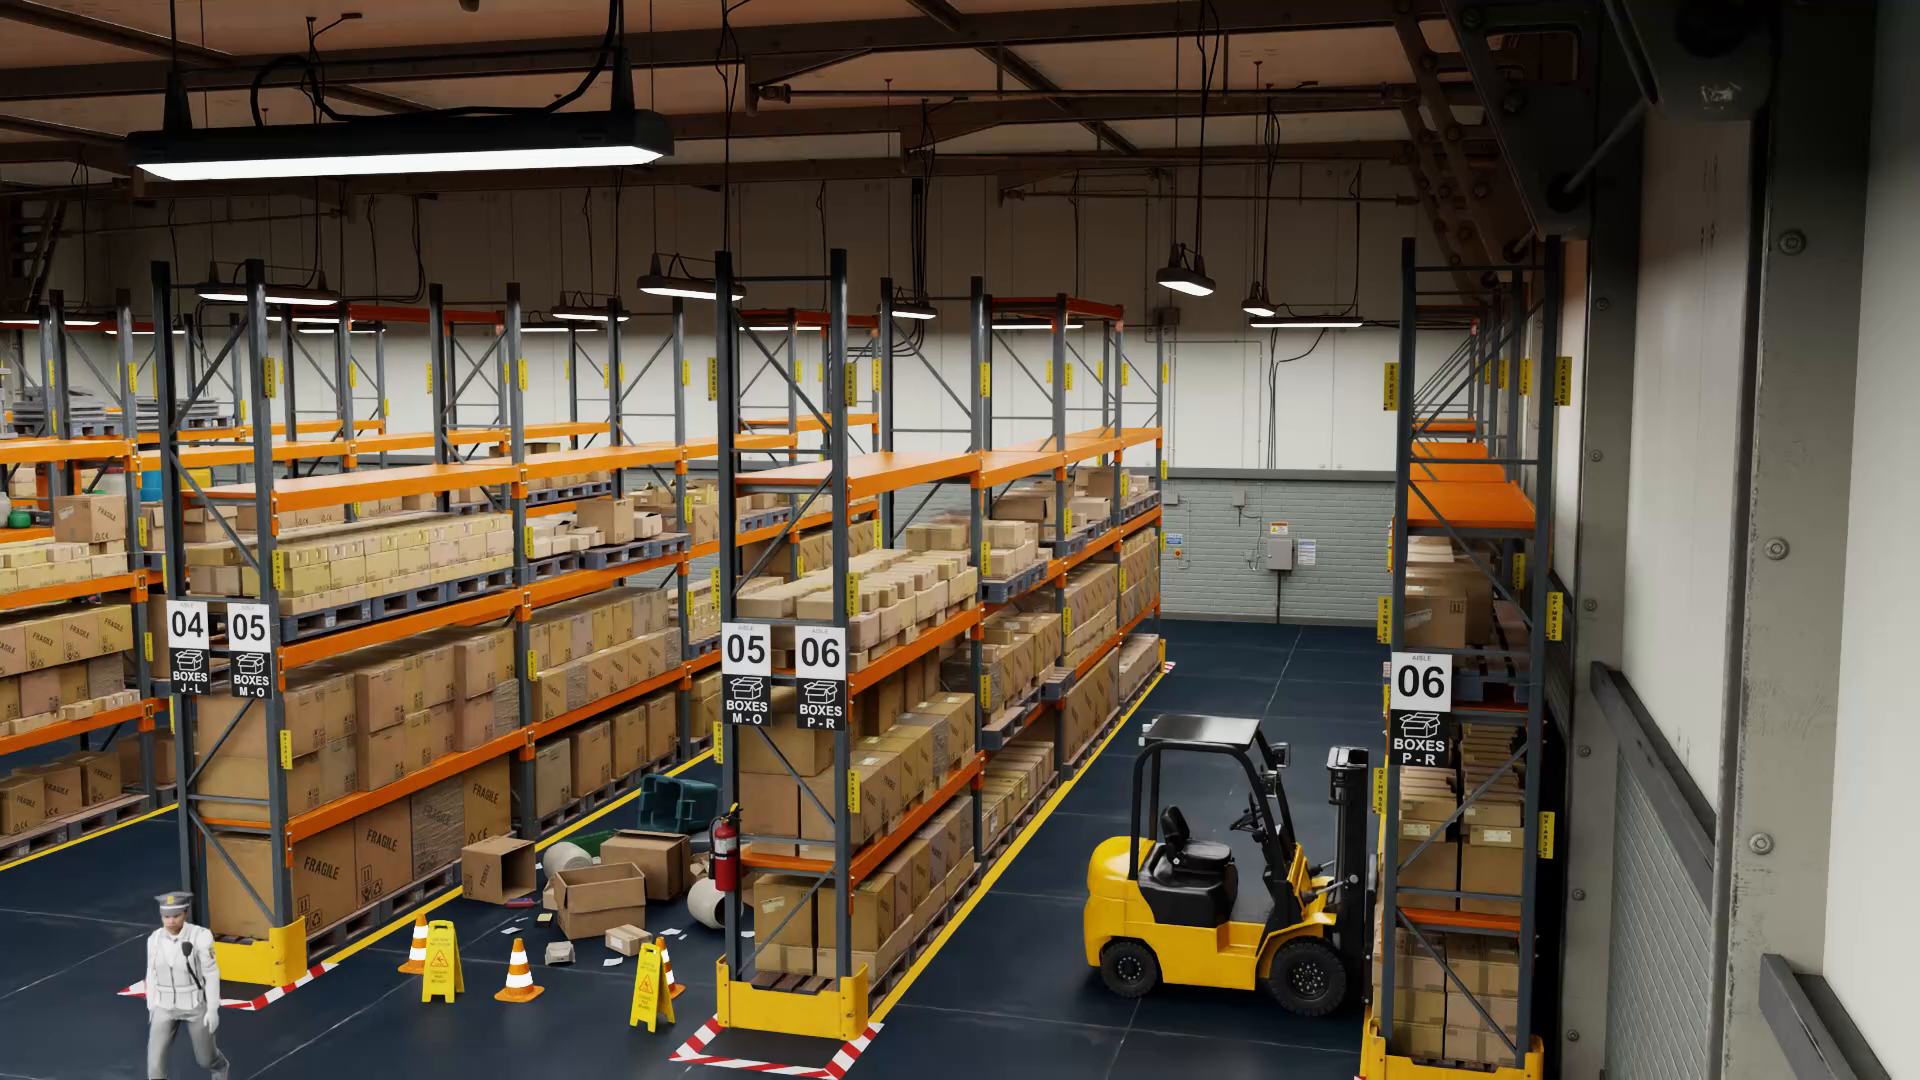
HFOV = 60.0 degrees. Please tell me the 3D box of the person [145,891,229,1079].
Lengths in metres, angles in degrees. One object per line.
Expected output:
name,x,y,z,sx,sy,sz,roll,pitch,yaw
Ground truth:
person,-5.274,3.157,11.292,0.516,1.633,0.908,0,6,-3
